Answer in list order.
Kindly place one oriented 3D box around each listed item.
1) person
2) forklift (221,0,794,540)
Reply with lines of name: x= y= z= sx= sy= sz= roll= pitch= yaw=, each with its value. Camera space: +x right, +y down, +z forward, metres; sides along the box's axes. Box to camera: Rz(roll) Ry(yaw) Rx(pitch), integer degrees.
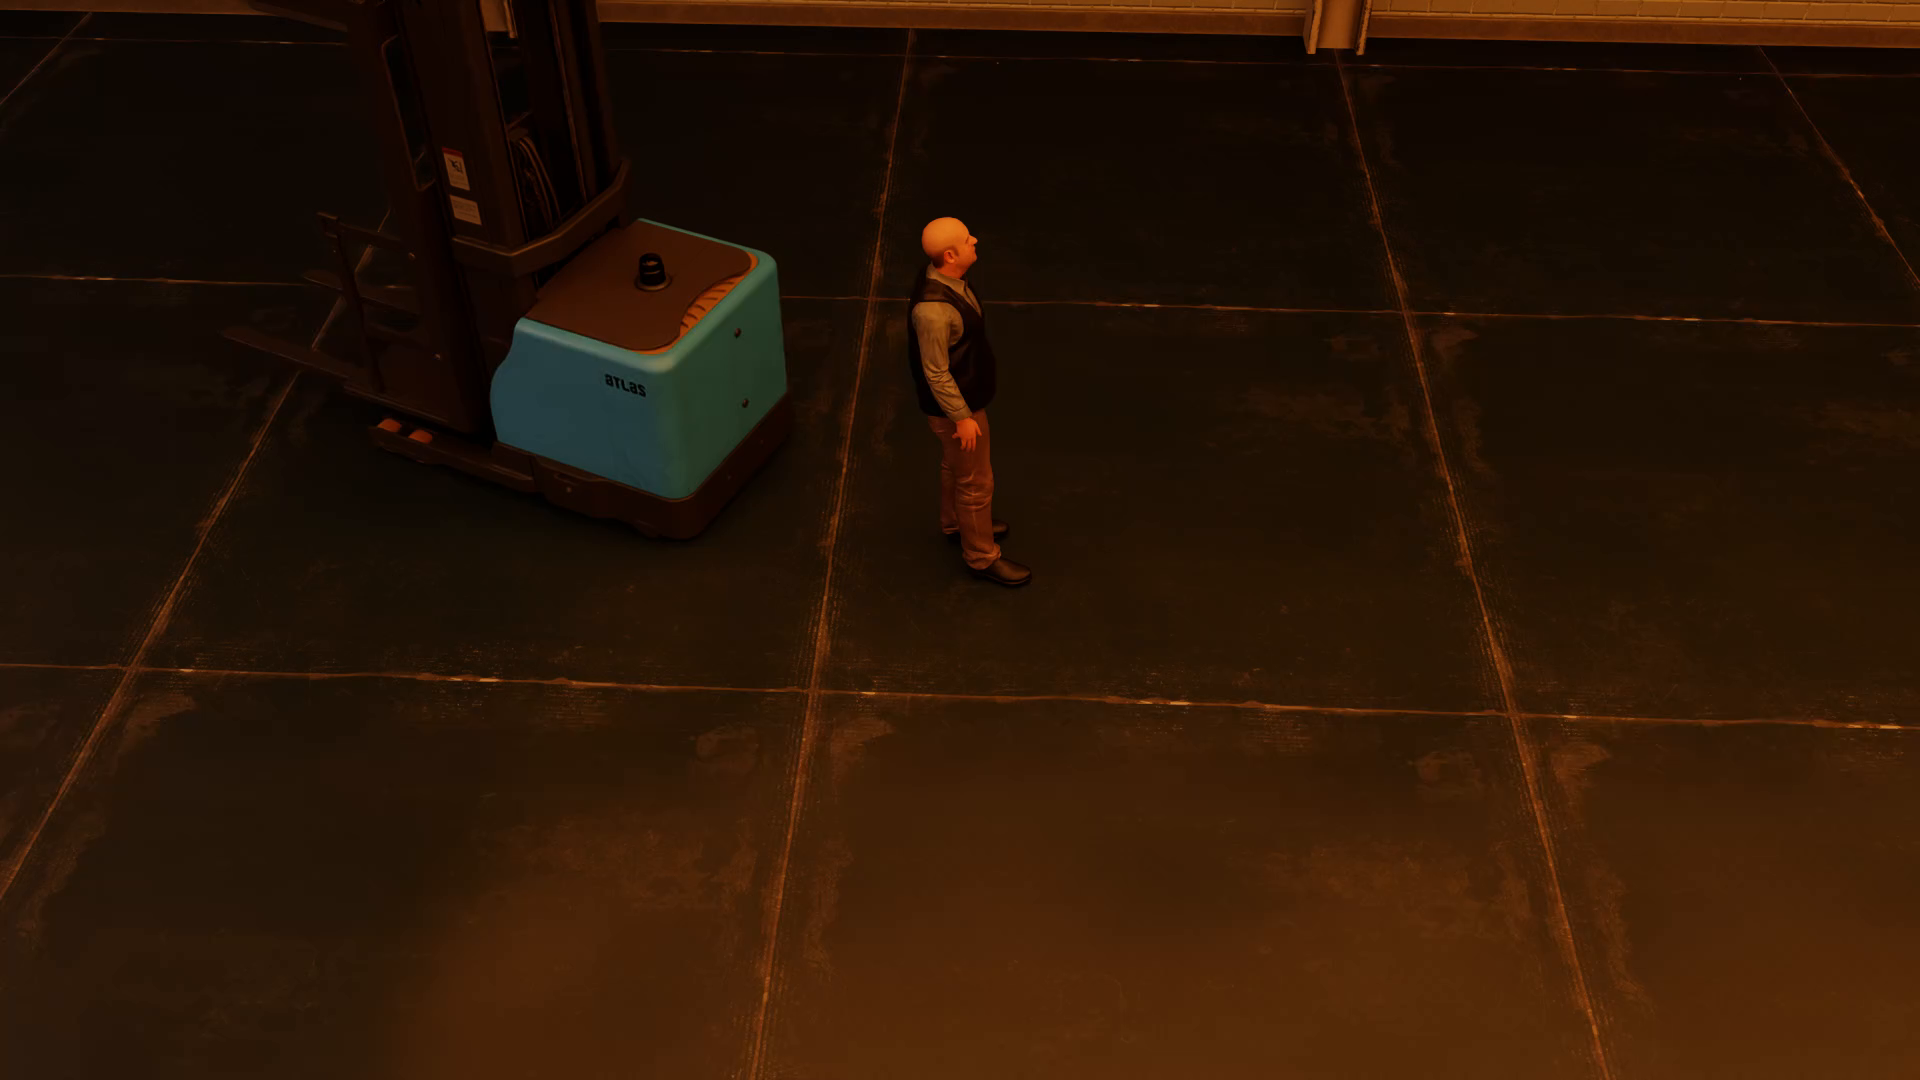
person: x=0.061 y=-0.634 z=7.323 sx=0.568 sy=1.720 sz=0.632 roll=2 pitch=42 yaw=2
forklift: x=-2.399 y=-1.770 z=7.681 sx=3.031 sy=2.935 sz=1.130 roll=18 pitch=45 yaw=19
